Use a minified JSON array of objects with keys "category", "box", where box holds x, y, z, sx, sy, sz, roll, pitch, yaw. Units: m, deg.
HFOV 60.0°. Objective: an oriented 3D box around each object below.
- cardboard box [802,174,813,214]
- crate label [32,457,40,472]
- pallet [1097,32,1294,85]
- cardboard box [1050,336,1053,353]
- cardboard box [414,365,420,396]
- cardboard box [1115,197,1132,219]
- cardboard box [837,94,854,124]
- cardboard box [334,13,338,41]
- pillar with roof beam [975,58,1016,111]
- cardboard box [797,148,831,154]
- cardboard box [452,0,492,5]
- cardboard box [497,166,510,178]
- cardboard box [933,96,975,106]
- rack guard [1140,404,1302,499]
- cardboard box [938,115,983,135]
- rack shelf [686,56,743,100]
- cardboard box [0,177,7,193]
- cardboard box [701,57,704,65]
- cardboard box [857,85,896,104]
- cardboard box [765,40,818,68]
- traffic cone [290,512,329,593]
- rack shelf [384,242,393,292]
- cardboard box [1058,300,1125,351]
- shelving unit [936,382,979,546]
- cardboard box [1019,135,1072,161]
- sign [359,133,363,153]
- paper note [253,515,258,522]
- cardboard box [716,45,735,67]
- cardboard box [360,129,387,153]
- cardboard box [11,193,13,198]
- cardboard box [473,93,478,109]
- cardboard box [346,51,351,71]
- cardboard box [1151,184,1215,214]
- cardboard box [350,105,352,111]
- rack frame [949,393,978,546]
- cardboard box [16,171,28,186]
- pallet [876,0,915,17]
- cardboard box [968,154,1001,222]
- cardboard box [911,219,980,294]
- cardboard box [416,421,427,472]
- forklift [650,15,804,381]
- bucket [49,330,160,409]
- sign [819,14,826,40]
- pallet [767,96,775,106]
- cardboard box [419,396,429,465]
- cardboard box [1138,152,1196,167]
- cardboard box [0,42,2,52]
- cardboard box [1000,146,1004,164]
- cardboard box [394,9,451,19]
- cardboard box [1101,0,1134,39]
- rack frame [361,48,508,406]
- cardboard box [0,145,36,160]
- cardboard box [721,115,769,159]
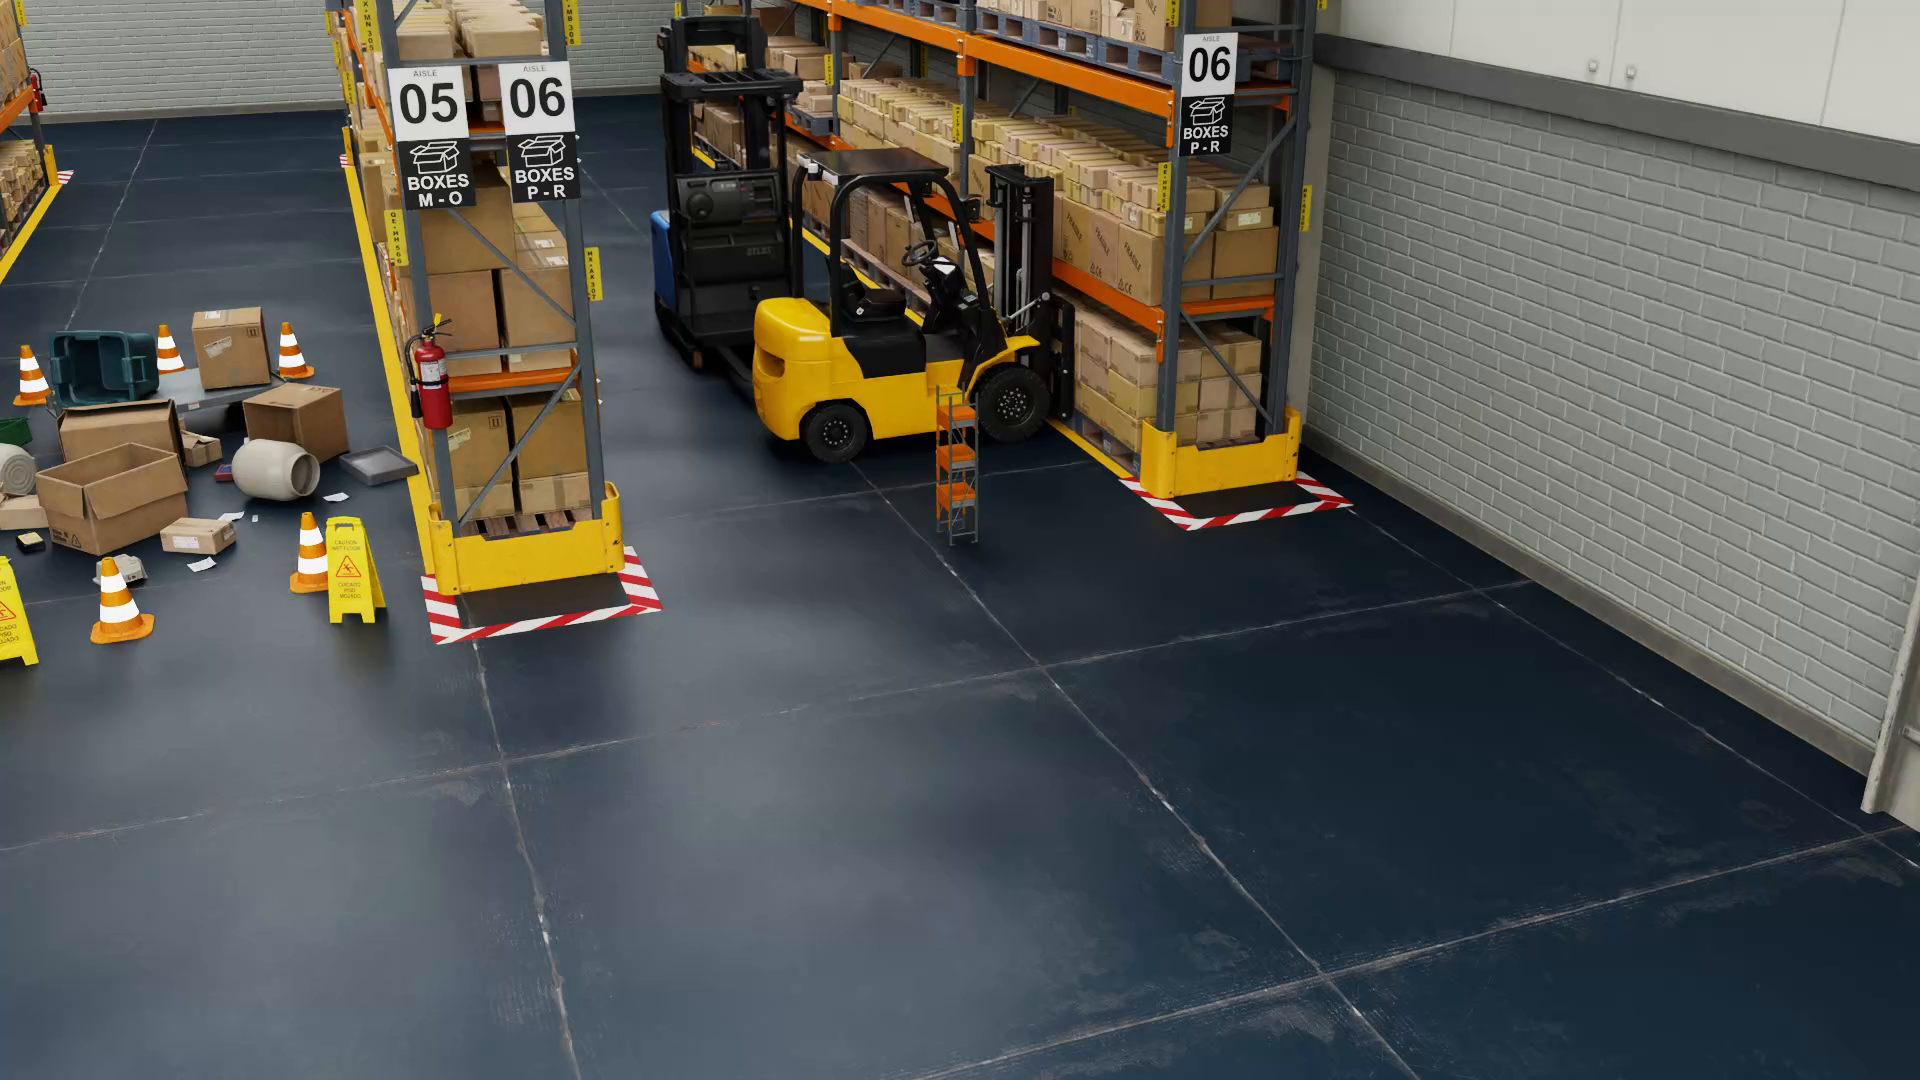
[{"category":"cardboard box","box":[-1.631,-4.269,20.195,0.500,0.500,0.500,-7,24,-17]},{"category":"crate label","box":[-7.016,-0.536,12.346,0.250,0.136,0.298,12,26,27]},{"category":"pallet","box":[1.674,-3.425,11.767,1.003,0.211,1.213,-8,24,-19]},{"category":"cardboard box","box":[0.893,-1.665,13.694,0.500,0.250,0.500,-8,24,-19]},{"category":"cardboard box","box":[-3.462,-1.091,11.176,0.380,0.149,0.250,-8,24,-17]},{"category":"cardboard box","box":[1.363,-2.447,12.231,0.380,0.149,0.250,-8,24,-18]},{"category":"cardboard box","box":[-1.022,-4.693,18.073,0.500,0.250,0.500,-8,24,-19]},{"category":"cardboard box","box":[-7.767,-6.511,21.419,0.500,0.500,0.500,-8,24,-18]},{"category":"pillar with roof beam","box":[-3.650,-6.554,15.214,9.100,9.000,0.400,-8,24,-19]},{"category":"cardboard box","box":[-1.780,-4.701,20.384,0.380,0.149,0.250,-10,25,-22]},{"category":"cardboard box","box":[-3.318,-3.681,11.556,0.380,0.149,0.250,-8,24,-18]},{"category":"cardboard box","box":[-3.766,-2.650,13.164,0.500,0.500,0.500,-9,24,-20]},{"category":"cardboard box","box":[-0.062,-4.430,16.934,0.380,0.149,0.250,-8,24,-17]},{"category":"rack guard","box":[1.908,-0.663,12.179,1.175,0.500,0.348,-8,24,-19]},{"category":"cardboard box","box":[0.013,-3.903,15.684,0.380,0.149,0.250,-8,24,-19]},{"category":"rack shelf","box":[-3.046,-6.579,23.923,1.077,0.370,4.000,-8,24,-19]},{"category":"cardboard box","box":[-11.547,-4.201,19.719,0.380,0.149,0.250,-7,24,-16]},{"category":"cardboard box","box":[-3.603,-7.087,24.526,0.380,0.149,0.250,-8,24,-17]},{"category":"cardboard box","box":[-0.879,-4.732,17.652,0.380,0.149,0.250,-8,24,-18]},{"category":"cardboard box","box":[-2.195,-6.029,21.022,0.700,0.500,0.500,-8,24,-18]},{"category":"traffic cone","box":[-4.101,0.049,10.539,0.336,0.463,0.334,-8,24,-19]},{"category":"rack shelf","box":[-4.862,-2.990,15.407,1.077,0.370,4.000,-8,24,-19]},{"category":"cardboard box","box":[1.072,-1.702,13.138,0.500,0.250,0.500,-8,24,-18]},{"category":"shelving unit","box":[-0.019,-0.503,11.092,0.215,1.050,0.252,-8,24,-19]},{"category":"cardboard box","box":[0.709,-3.230,13.705,0.380,0.149,0.250,-9,24,-20]},{"category":"sign","box":[-4.674,-3.051,13.135,0.100,0.325,0.005,-8,24,-19]},{"category":"paper note","box":[-4.915,-0.151,11.595,0.032,0.001,0.123,-8,24,-19]},{"category":"cardboard box","box":[-3.102,-6.766,23.252,0.500,0.250,0.500,-9,24,-19]},{"category":"cardboard box","box":[-3.891,-2.674,11.933,0.700,0.500,0.500,-9,24,-20]},{"category":"cardboard box","box":[-11.900,-4.200,20.482,0.380,0.149,0.250,-9,25,-21]},{"category":"cardboard box","box":[-2.904,-2.843,10.595,0.380,0.149,0.250,-8,24,-19]},{"category":"cardboard box","box":[-6.185,-4.892,17.578,0.500,0.500,0.500,-8,24,-18]},{"category":"cardboard box","box":[1.576,-2.407,11.751,0.380,0.149,0.250,-8,24,-19]},{"category":"cardboard box","box":[-6.546,-4.908,18.582,0.500,0.250,0.500,-9,25,-21]},{"category":"rack frame","box":[0.024,-0.459,10.987,0.200,1.050,0.008,-8,24,-19]},{"category":"cardboard box","box":[-11.960,-4.536,20.897,0.380,0.149,0.250,-8,24,-18]},{"category":"pallet","box":[-0.205,-5.385,16.546,1.003,0.211,1.213,-7,24,-17]},{"category":"cardboard box","box":[0.399,-3.126,14.676,0.500,0.500,0.500,-9,24,-20]},{"category":"cardboard box","box":[0.025,-2.847,16.660,0.875,0.625,0.625,-9,24,-20]},{"category":"cardboard box","box":[-3.646,-0.703,12.055,0.500,0.250,0.500,-9,25,-21]},{"category":"forklift","box":[-1.993,-3.064,14.746,1.130,2.935,3.031,-8,24,-19]},{"category":"bucket","box":[-6.546,-1.337,12.819,0.726,0.611,0.620,0,13,-1]},{"category":"sign","box":[-1.822,-6.795,22.018,0.100,0.325,0.005,-8,24,-19]},{"category":"pallet","box":[-2.159,-5.790,21.372,1.003,0.211,1.213,-8,24,-19]},{"category":"cardboard box","box":[-3.457,-0.858,11.457,0.500,0.500,0.500,-7,24,-17]},{"category":"cardboard box","box":[1.623,-2.944,13.025,0.380,0.149,0.250,-9,24,-20]},{"category":"cardboard box","box":[-12.035,-6.187,20.268,0.500,0.500,0.500,-9,25,-21]},{"category":"cardboard box","box":[0.564,-3.285,14.219,0.380,0.149,0.250,-8,24,-19]},{"category":"cardboard box","box":[-3.490,-3.334,10.734,0.380,0.149,0.250,-9,24,-21]},{"category":"cardboard box","box":[1.233,-3.735,11.891,0.396,0.266,0.258,-8,24,-19]},{"category":"rack frame","box":[-4.156,-2.594,13.544,1.000,3.000,0.127,-8,24,-19]},{"category":"cardboard box","box":[-12.321,-5.059,21.756,0.380,0.149,0.250,-9,24,-20]},{"category":"cardboard box","box":[-2.993,-5.750,23.709,0.700,0.500,0.500,-9,25,-21]}]
